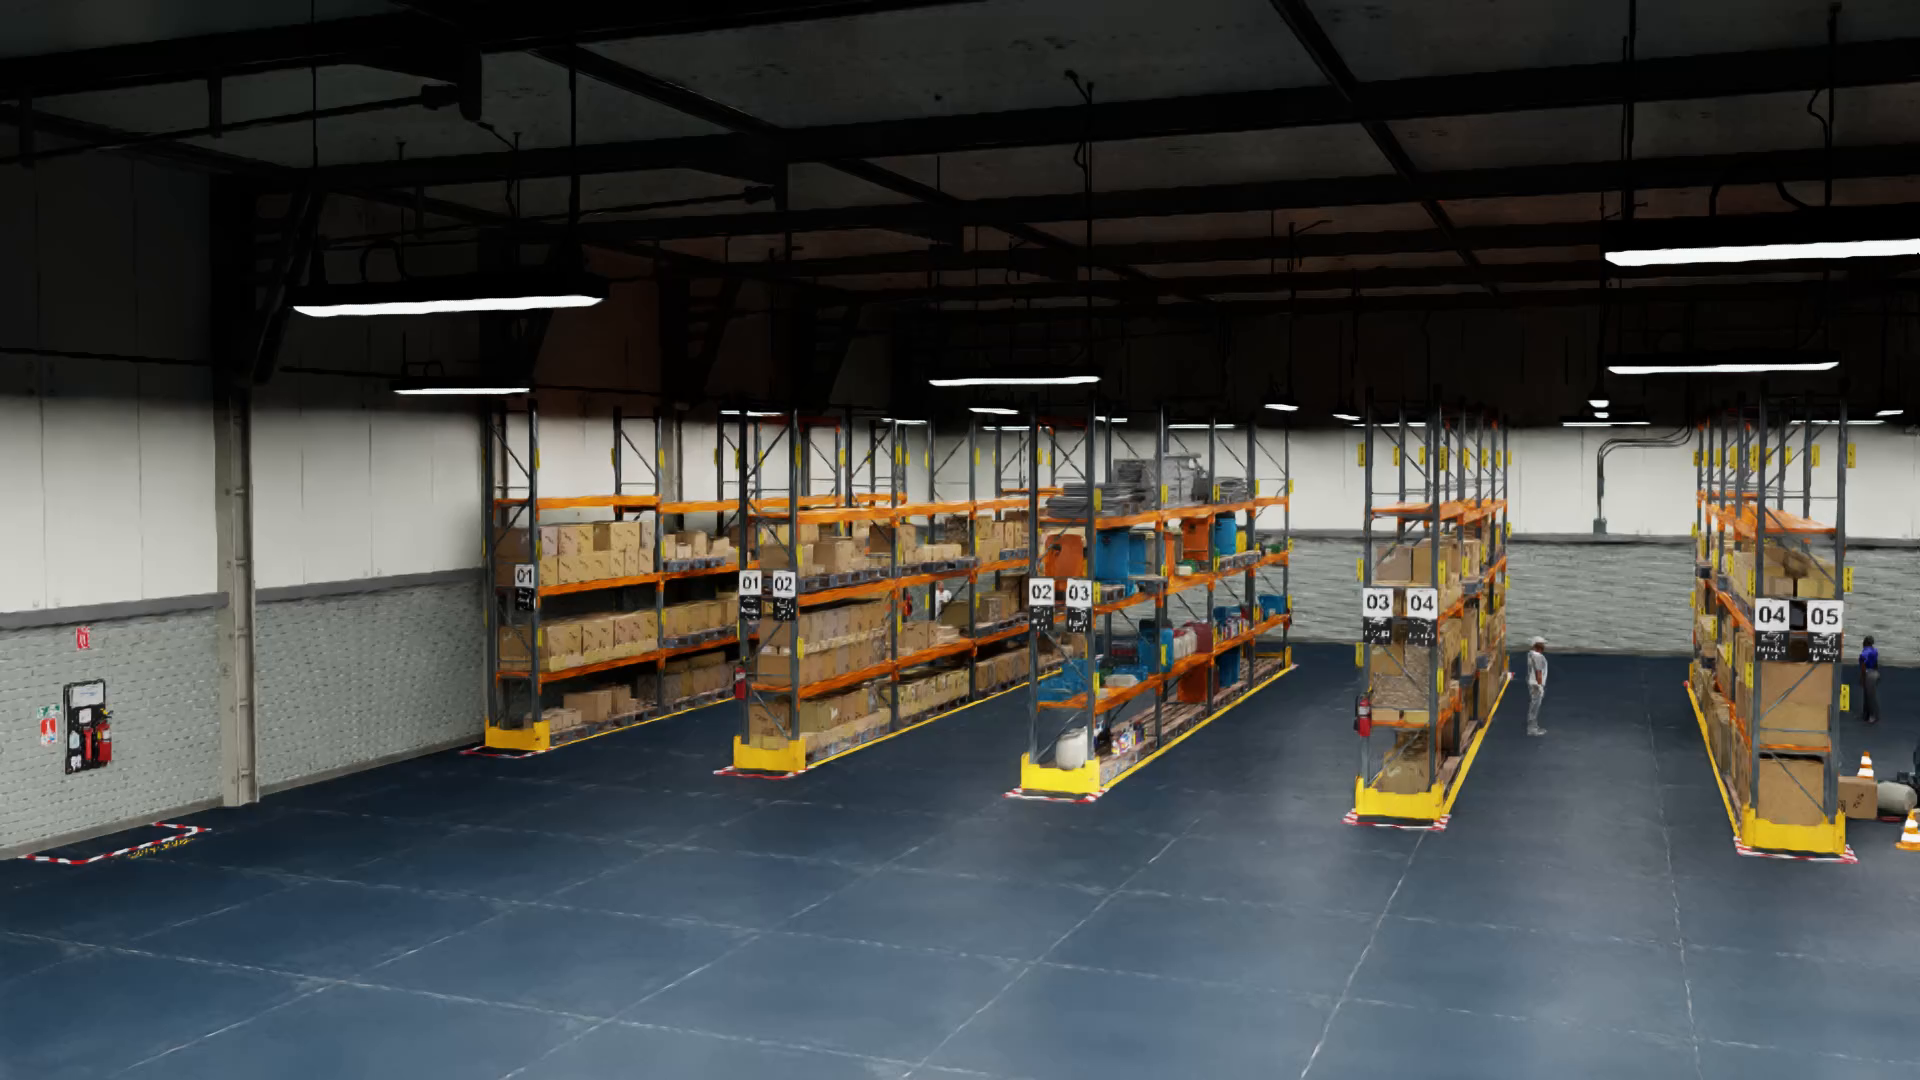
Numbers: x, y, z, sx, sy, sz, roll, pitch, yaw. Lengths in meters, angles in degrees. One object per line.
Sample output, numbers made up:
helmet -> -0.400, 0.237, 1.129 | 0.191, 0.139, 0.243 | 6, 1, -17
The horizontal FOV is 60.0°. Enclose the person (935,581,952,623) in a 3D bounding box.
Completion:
person -> -0.515, 1.946, 44.407 | 0.715, 1.726, 0.833 | 0, 3, 1

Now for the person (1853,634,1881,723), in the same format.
person -> 17.168, 2.616, 31.462 | 0.581, 1.641, 0.556 | -3, 4, -42

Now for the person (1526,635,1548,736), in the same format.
person -> 10.423, 2.608, 30.002 | 0.404, 1.787, 0.677 | 0, 3, 9
